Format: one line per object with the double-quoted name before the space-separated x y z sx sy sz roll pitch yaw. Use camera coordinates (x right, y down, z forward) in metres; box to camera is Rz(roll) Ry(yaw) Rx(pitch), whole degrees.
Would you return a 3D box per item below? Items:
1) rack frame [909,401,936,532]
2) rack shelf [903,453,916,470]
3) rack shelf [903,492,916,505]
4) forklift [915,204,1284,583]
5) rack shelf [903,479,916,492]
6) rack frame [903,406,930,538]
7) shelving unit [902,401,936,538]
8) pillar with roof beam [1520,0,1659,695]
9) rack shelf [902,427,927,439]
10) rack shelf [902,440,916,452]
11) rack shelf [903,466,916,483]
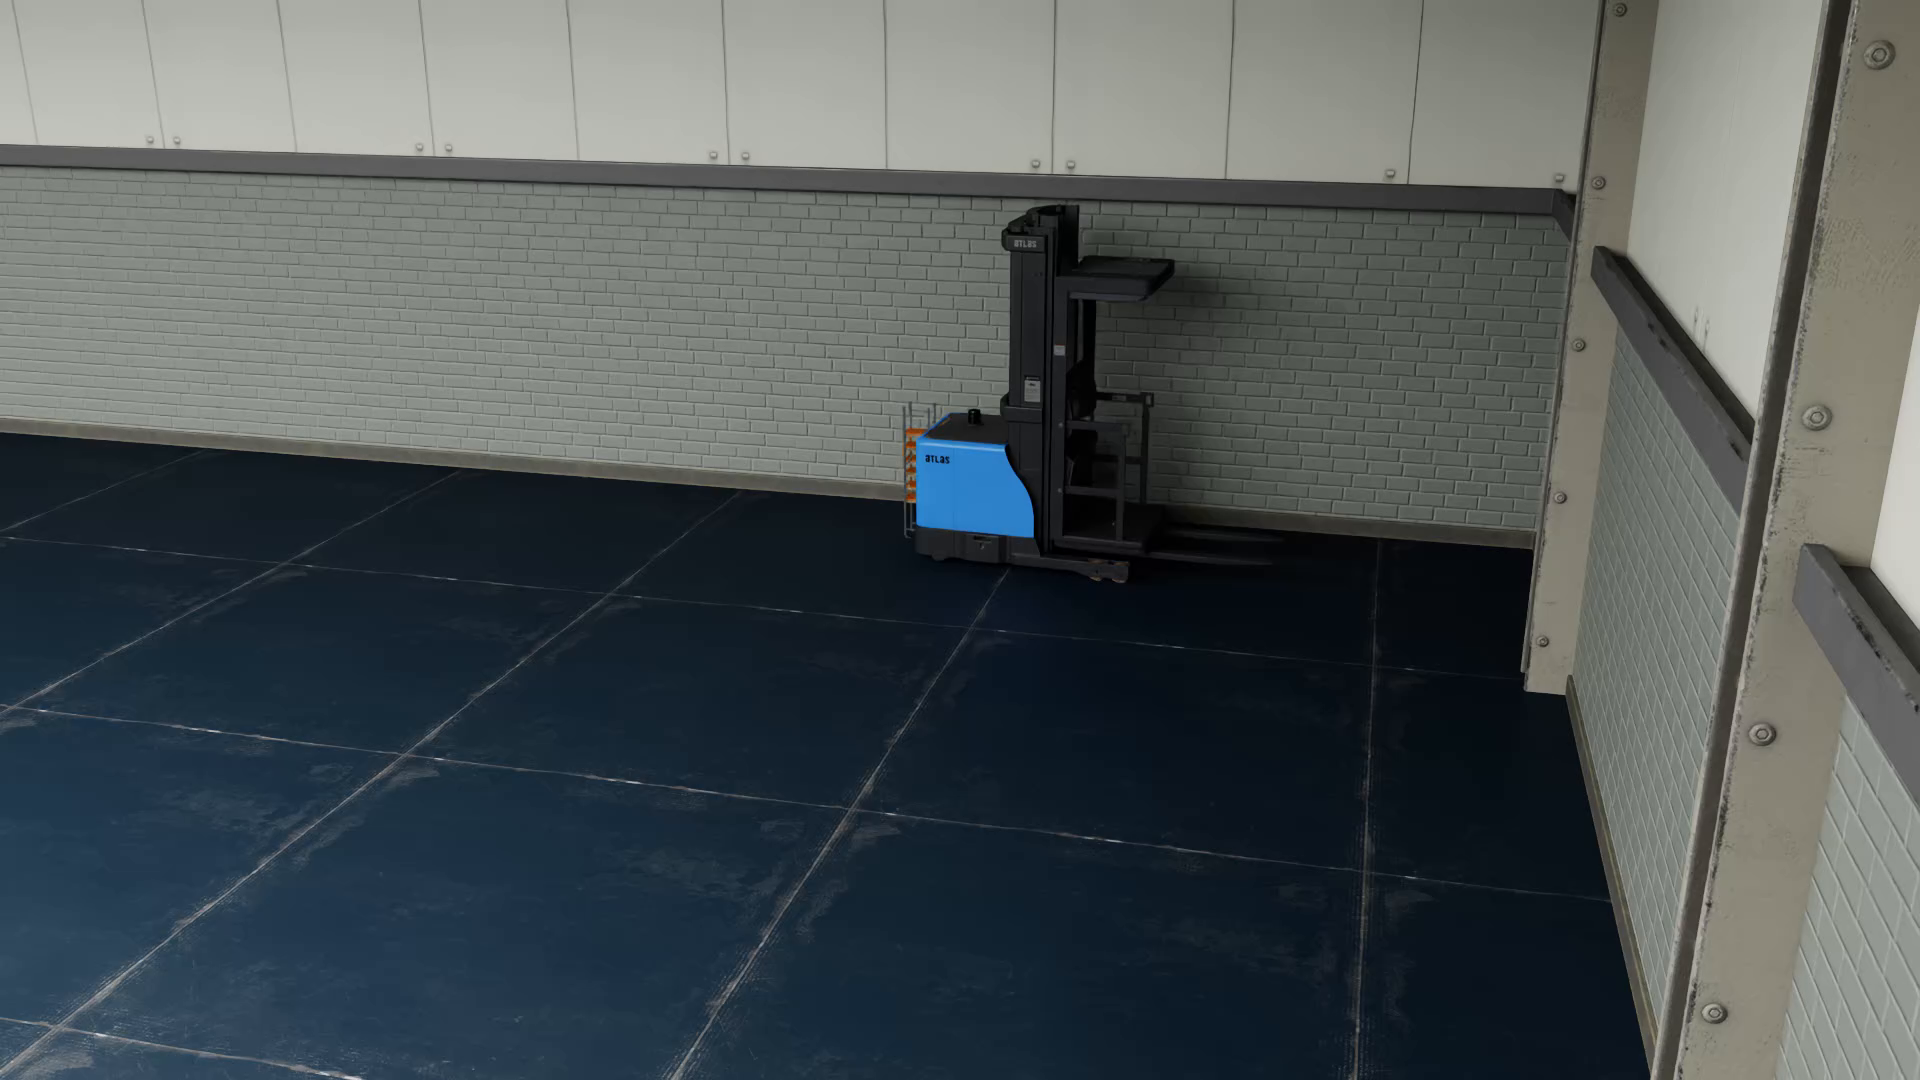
"rack frame" -0.329 -0.636 14.694 0.240 1.200 0.006 5 20 15
"rack shelf" -0.353 -0.679 14.587 0.258 0.103 0.180 5 20 15
"rack shelf" -0.353 -0.339 14.703 0.258 0.103 0.180 5 20 15
"forklift" 1.191 -1.226 13.742 3.031 2.935 1.130 6 20 16
"rack shelf" -0.353 -0.452 14.664 0.258 0.103 0.180 5 20 15
"rack frame" -0.378 -0.579 14.528 0.240 1.200 0.006 5 20 15
"shelving unit" -0.353 -0.608 14.611 0.258 1.200 0.189 5 20 15
"pillar with roof beam" -0.039 -3.595 11.291 9.100 9.000 0.400 5 19 13
"rack shelf" -0.353 -0.907 14.509 0.258 0.103 0.180 5 20 15
"rack shelf" -0.353 -0.793 14.548 0.258 0.103 0.180 5 20 15
"rack shelf" -0.353 -0.566 14.625 0.258 0.103 0.180 5 20 15
